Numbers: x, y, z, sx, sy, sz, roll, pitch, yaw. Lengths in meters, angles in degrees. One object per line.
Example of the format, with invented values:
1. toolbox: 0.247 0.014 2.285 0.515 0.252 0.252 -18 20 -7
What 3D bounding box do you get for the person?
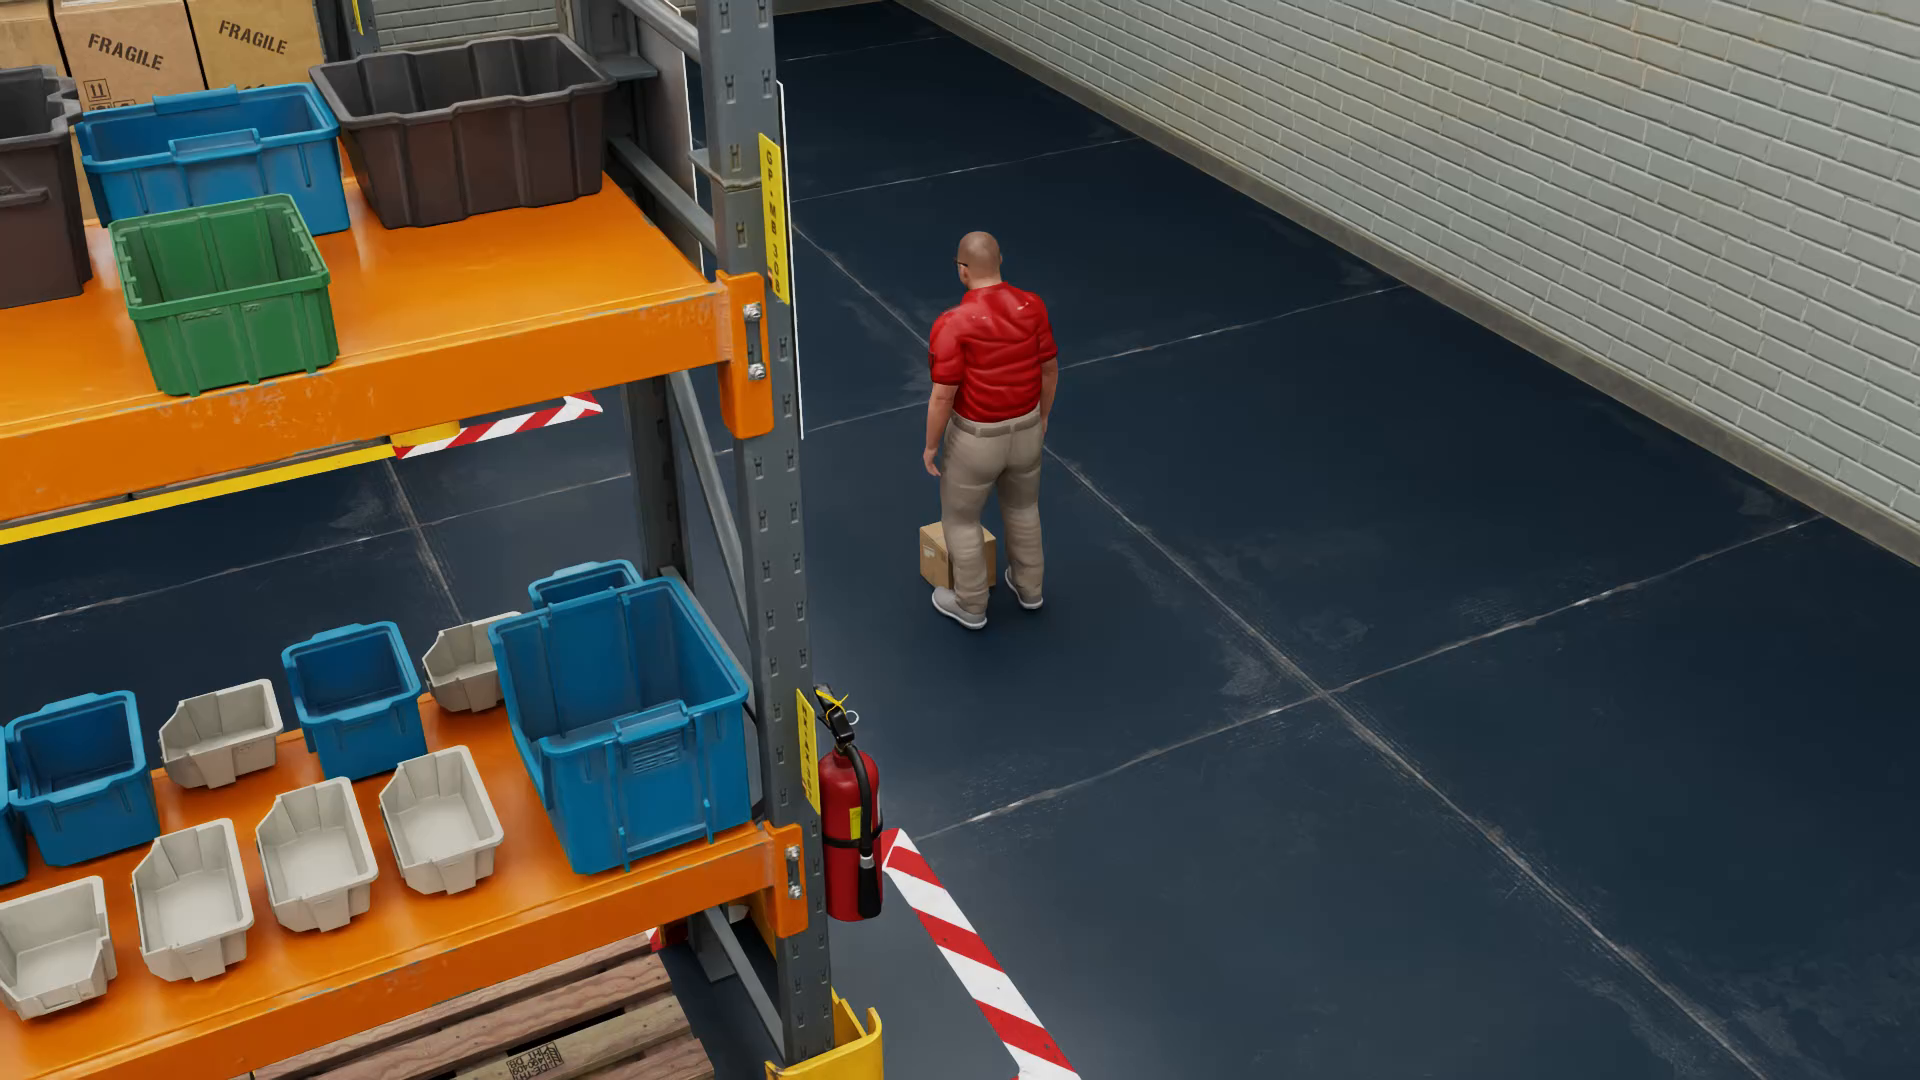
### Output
1. person: 0.120 -0.431 6.820 0.586 1.727 0.390 -16 36 -23
